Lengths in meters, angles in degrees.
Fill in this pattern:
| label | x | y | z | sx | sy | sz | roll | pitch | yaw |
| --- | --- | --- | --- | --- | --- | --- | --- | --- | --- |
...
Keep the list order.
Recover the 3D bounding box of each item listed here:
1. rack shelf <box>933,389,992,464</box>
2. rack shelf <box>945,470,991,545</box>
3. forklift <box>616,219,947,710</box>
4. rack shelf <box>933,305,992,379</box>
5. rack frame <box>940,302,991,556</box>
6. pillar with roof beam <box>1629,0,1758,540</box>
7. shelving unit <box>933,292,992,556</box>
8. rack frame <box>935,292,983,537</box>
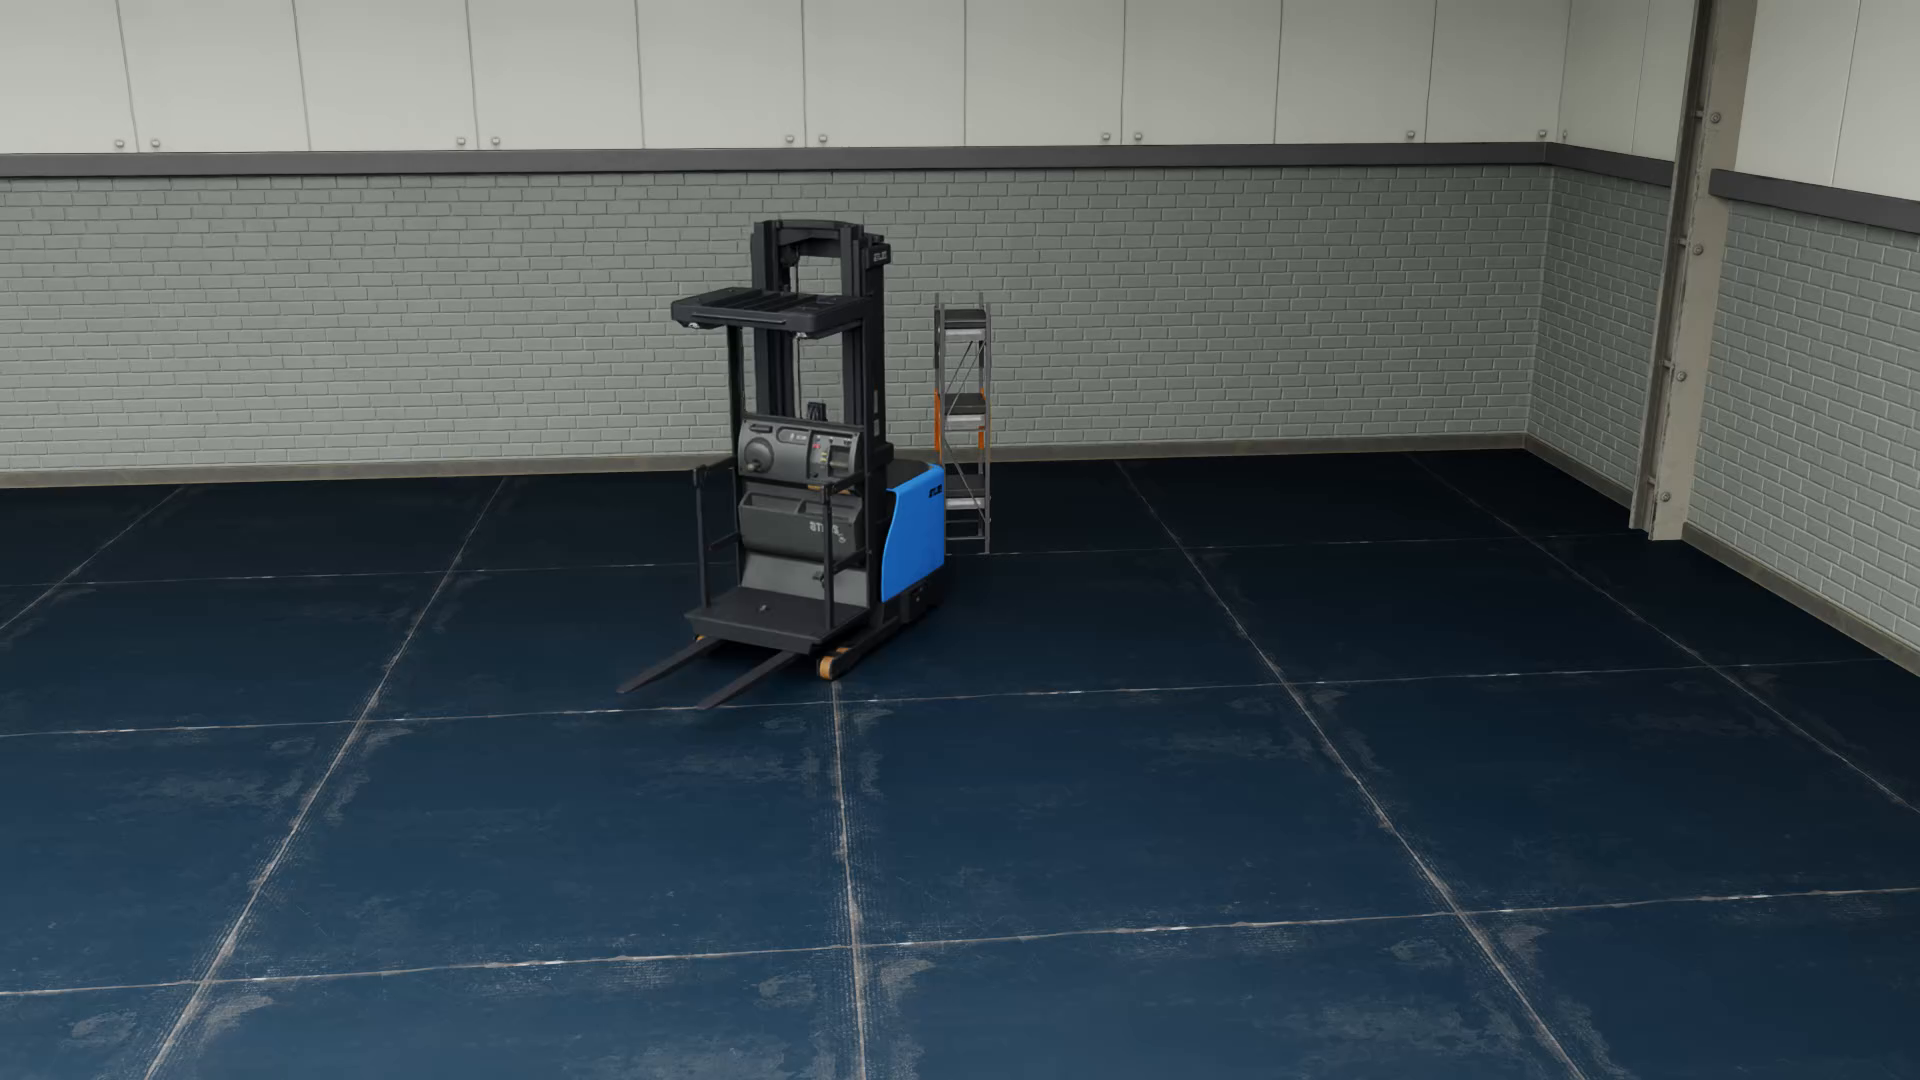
| label | x | y | z | sx | sy | sz | roll | pitch | yaw |
| --- | --- | --- | --- | --- | --- | --- | --- | --- | --- |
| rack shelf | 0.017 | -0.939 | 13.710 | 0.431 | 0.518 | 0.480 | -2 | 18 | -6 |
| rack shelf | 0.017 | -0.272 | 13.919 | 0.431 | 0.518 | 0.480 | -2 | 18 | -6 |
| forklift | -1.199 | -0.603 | 11.204 | 1.130 | 2.935 | 3.031 | 8 | 19 | 25 |
| rack shelf | 0.017 | -1.607 | 13.500 | 0.431 | 0.518 | 0.480 | -2 | 18 | -6 |
| rack frame | 0.042 | -0.880 | 13.474 | 0.400 | 2.100 | 0.015 | -2 | 18 | -6 |
| pillar with roof beam | 1.736 | -4.222 | 12.601 | 9.100 | 9.000 | 0.400 | -2 | 18 | -6 |
| shelving unit | 0.017 | -0.952 | 13.705 | 0.431 | 2.100 | 0.503 | -2 | 18 | -6 |
| rack frame | -0.008 | -1.025 | 13.937 | 0.400 | 2.100 | 0.015 | -2 | 18 | -6 |
